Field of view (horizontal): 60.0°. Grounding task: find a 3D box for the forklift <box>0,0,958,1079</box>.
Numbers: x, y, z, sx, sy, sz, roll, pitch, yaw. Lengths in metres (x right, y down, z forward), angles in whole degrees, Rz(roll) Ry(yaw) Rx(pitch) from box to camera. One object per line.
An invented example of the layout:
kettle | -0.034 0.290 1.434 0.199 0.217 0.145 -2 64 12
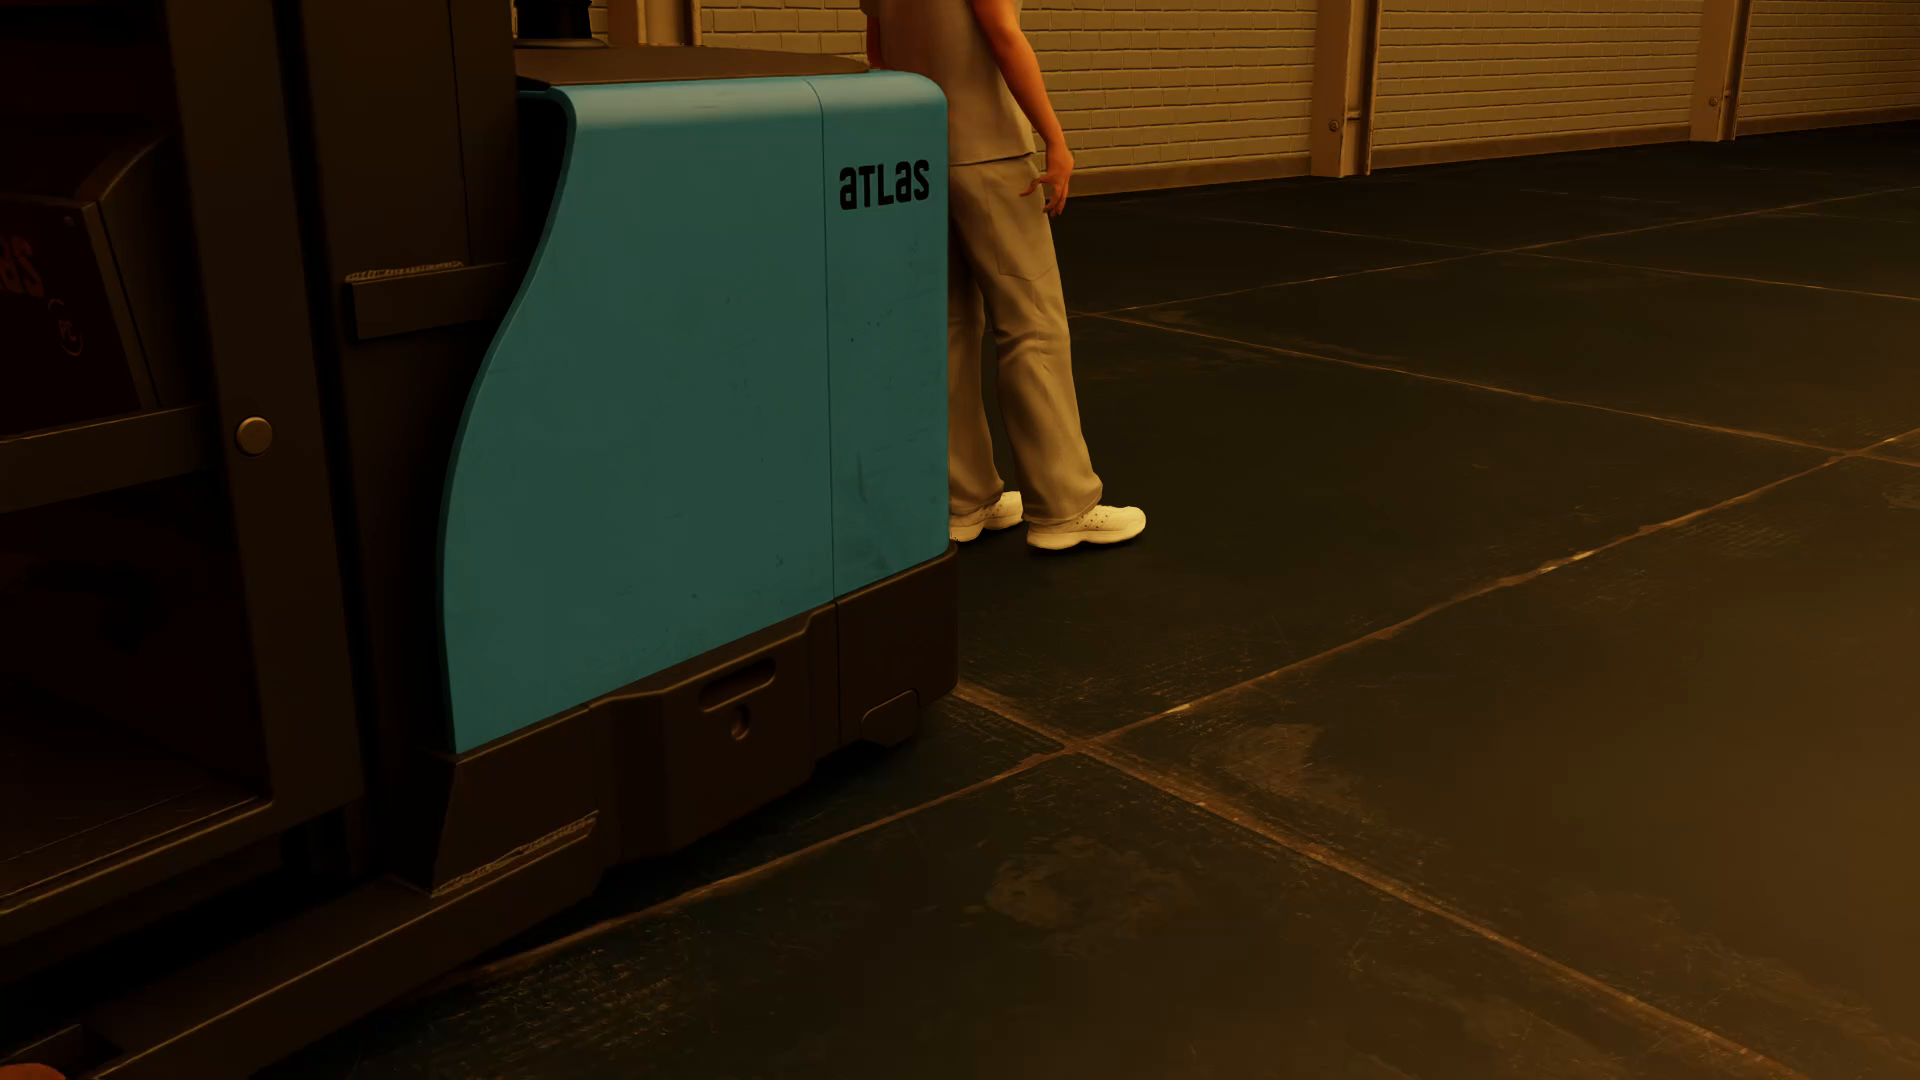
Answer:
forklift | -1.281 -0.826 1.579 1.130 2.935 3.031 12 21 34

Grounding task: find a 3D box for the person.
person | 0.065 -0.813 3.633 0.549 1.665 0.549 -14 22 -38
